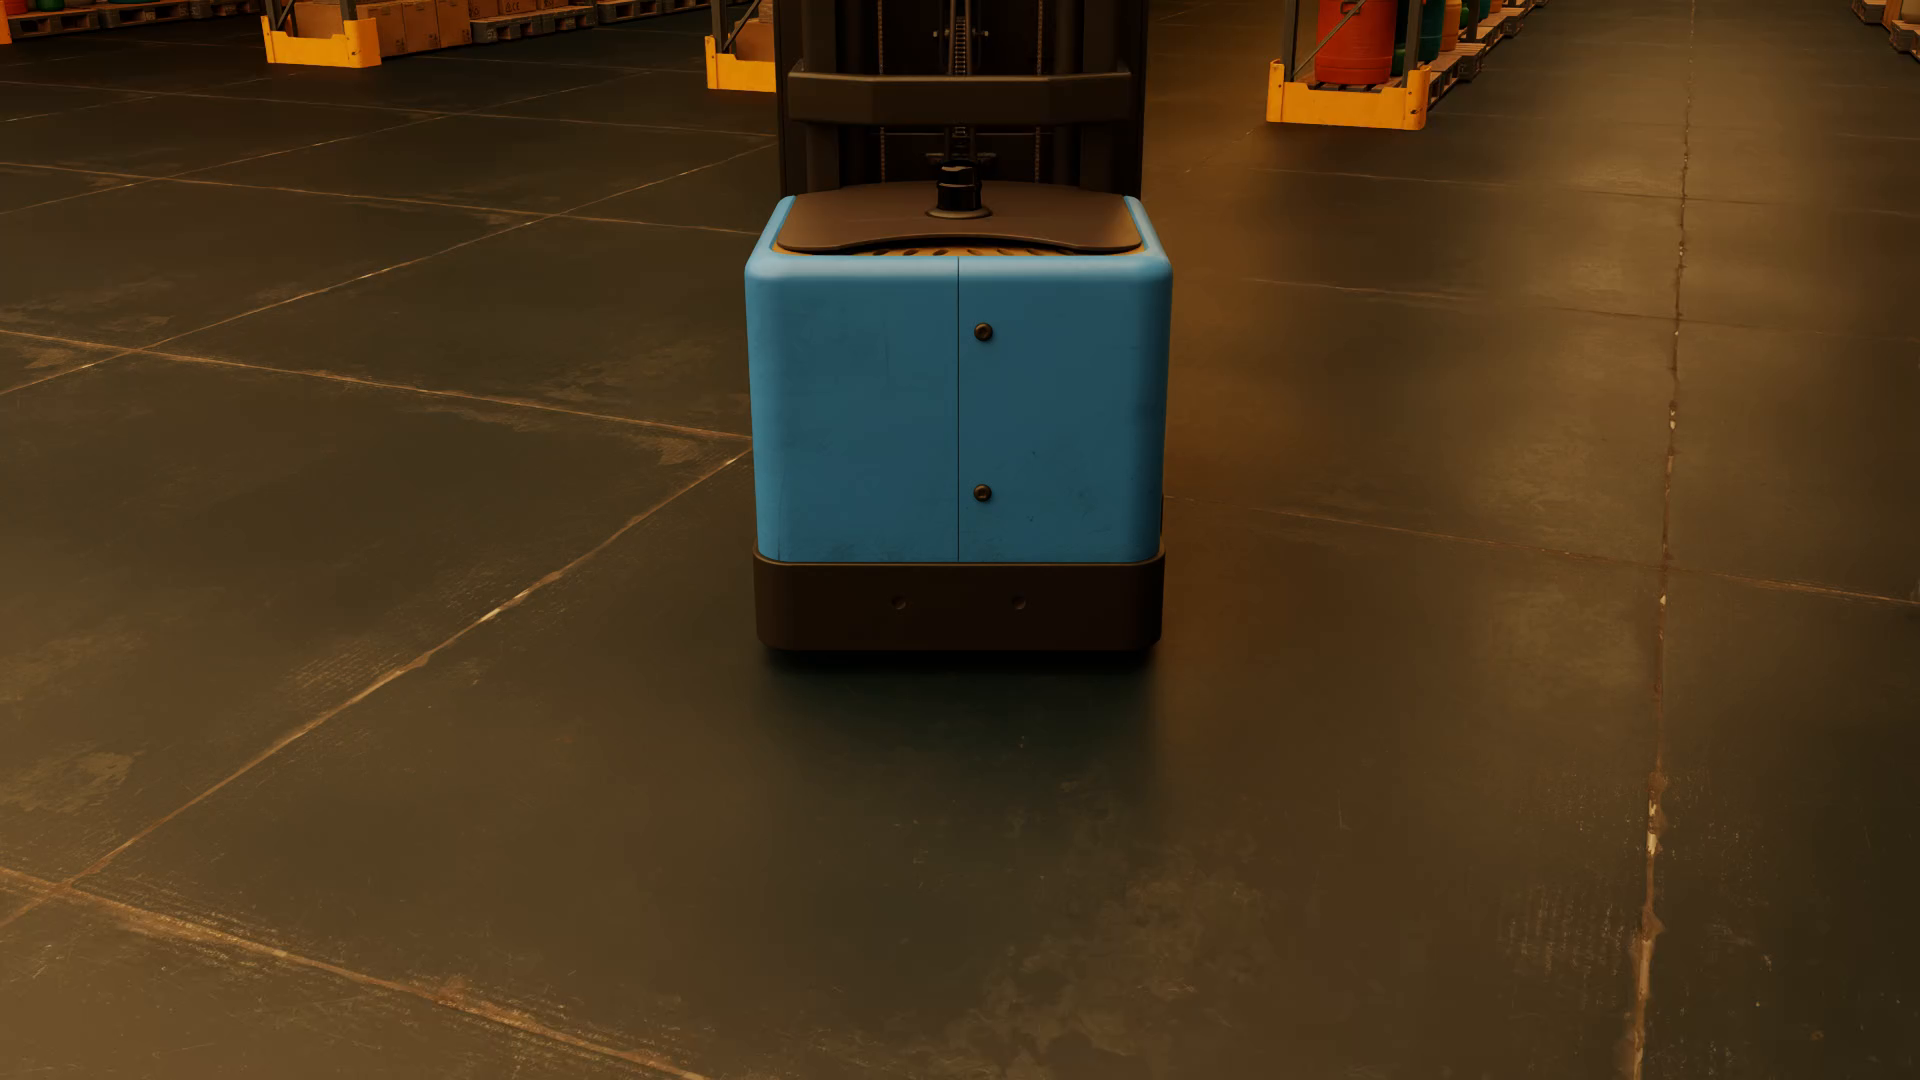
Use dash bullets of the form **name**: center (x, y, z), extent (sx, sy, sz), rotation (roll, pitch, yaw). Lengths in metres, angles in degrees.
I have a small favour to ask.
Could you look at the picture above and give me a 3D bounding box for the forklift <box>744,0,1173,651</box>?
- **forklift**: center (0.002, -1.587, 5.089), extent (1.130, 2.935, 3.031), rotation (0, 23, 0)
